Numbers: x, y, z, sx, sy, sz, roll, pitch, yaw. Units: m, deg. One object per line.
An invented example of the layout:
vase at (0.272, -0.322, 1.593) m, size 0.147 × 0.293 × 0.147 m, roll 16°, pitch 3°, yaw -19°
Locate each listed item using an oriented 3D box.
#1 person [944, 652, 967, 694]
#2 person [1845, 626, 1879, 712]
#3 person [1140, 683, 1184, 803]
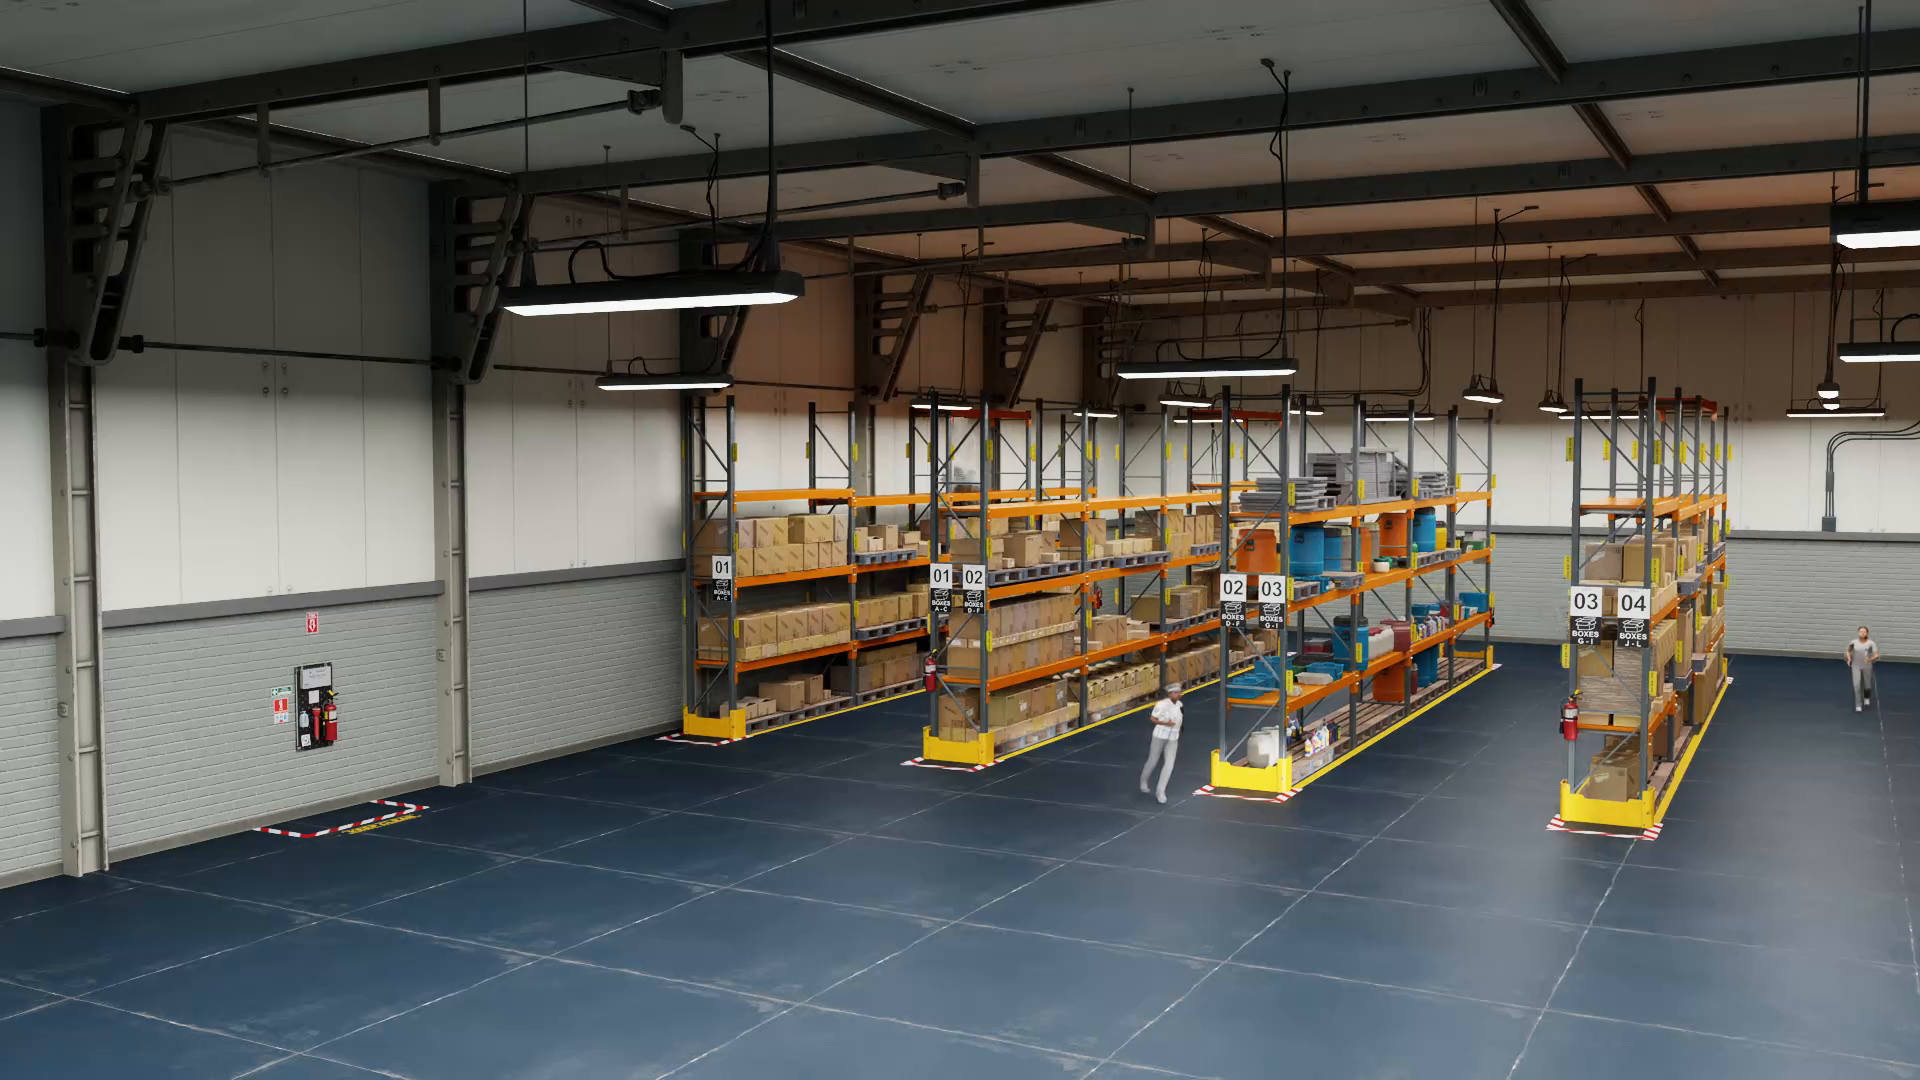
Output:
person at (0.022, 2.464, 31.118) m, size 0.662 × 1.750 × 0.960 m, roll 1°, pitch 3°, yaw 23°
person at (17.480, 2.495, 32.247) m, size 0.575 × 1.614 × 0.793 m, roll 2°, pitch 4°, yaw 33°
person at (3.008, 2.898, 24.124) m, size 0.614 × 1.690 × 0.852 m, roll -1°, pitch 3°, yaw -13°
